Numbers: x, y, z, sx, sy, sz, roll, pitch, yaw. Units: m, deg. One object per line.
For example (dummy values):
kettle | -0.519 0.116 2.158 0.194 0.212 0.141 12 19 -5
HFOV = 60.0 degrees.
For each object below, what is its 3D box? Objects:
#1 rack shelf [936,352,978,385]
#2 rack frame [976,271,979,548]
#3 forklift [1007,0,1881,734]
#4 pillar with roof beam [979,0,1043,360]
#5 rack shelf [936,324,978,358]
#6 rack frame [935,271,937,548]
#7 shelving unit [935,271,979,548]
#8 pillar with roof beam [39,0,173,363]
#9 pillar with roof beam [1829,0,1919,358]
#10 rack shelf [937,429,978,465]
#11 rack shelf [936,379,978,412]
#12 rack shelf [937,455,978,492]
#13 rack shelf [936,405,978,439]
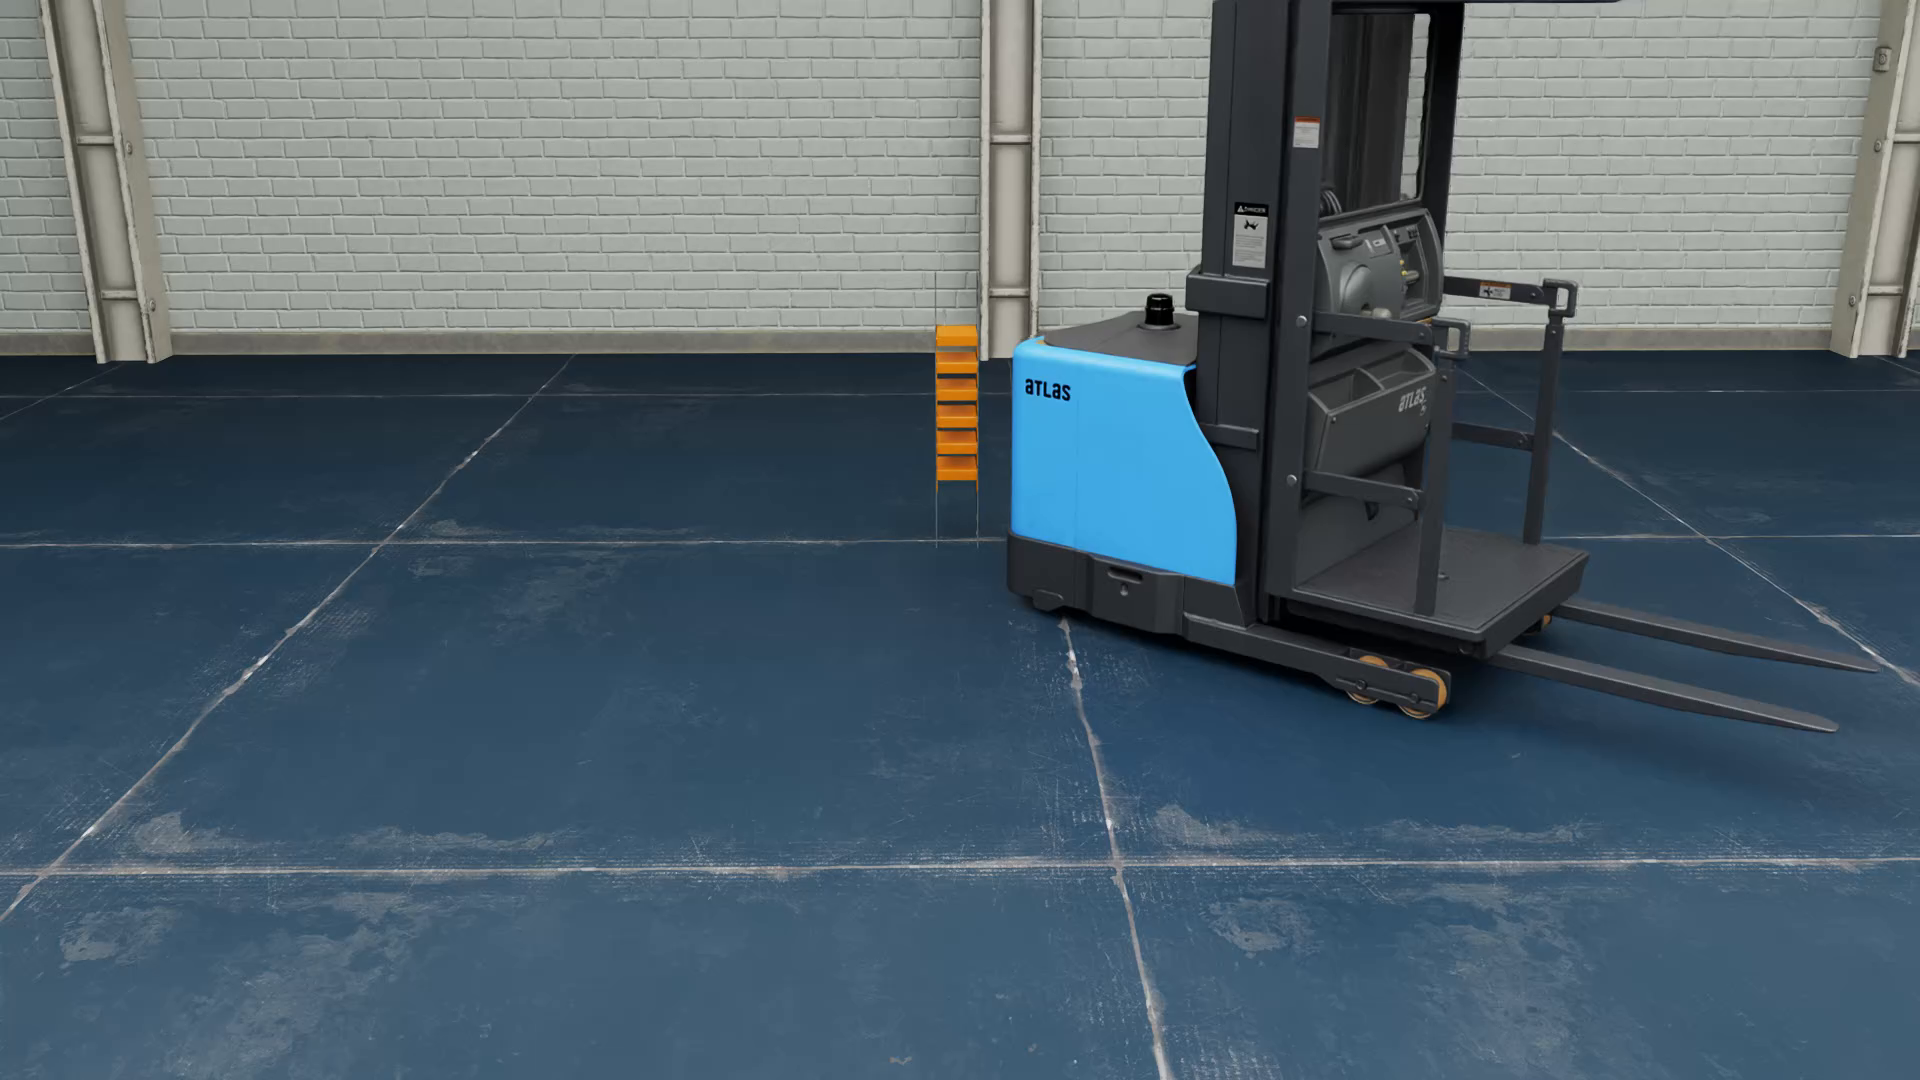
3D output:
rack shelf | -0.014 -0.757 7.304 0.180 0.103 0.258 0 18 -1
rack frame | 0.077 -0.572 7.365 0.006 1.200 0.240 0 18 -1
forklift | 1.659 -0.971 5.777 3.031 2.935 1.130 14 22 36
pillar with roof beam | 0.400 -4.247 6.056 0.400 9.000 9.100 0 18 -1
rack shelf | -0.014 -0.872 7.268 0.180 0.103 0.258 0 18 -1
rack frame | -0.106 -0.571 7.363 0.006 1.200 0.240 0 18 -1
shelving unit | -0.014 -0.571 7.364 0.189 1.200 0.258 0 18 -1
pillar with roof beam | -5.599 -4.218 5.966 0.400 9.000 9.100 0 18 -1
pillar with roof beam | 6.399 -4.276 6.146 0.400 9.000 9.100 0 18 -1
rack shelf | -0.014 -0.415 7.414 0.180 0.103 0.258 0 18 -1
rack shelf | -0.014 -0.643 7.341 0.180 0.103 0.258 0 18 -1
rack shelf | -0.014 -0.300 7.451 0.180 0.103 0.258 0 18 -1
rack shelf | -0.014 -0.529 7.378 0.180 0.103 0.258 0 18 -1
